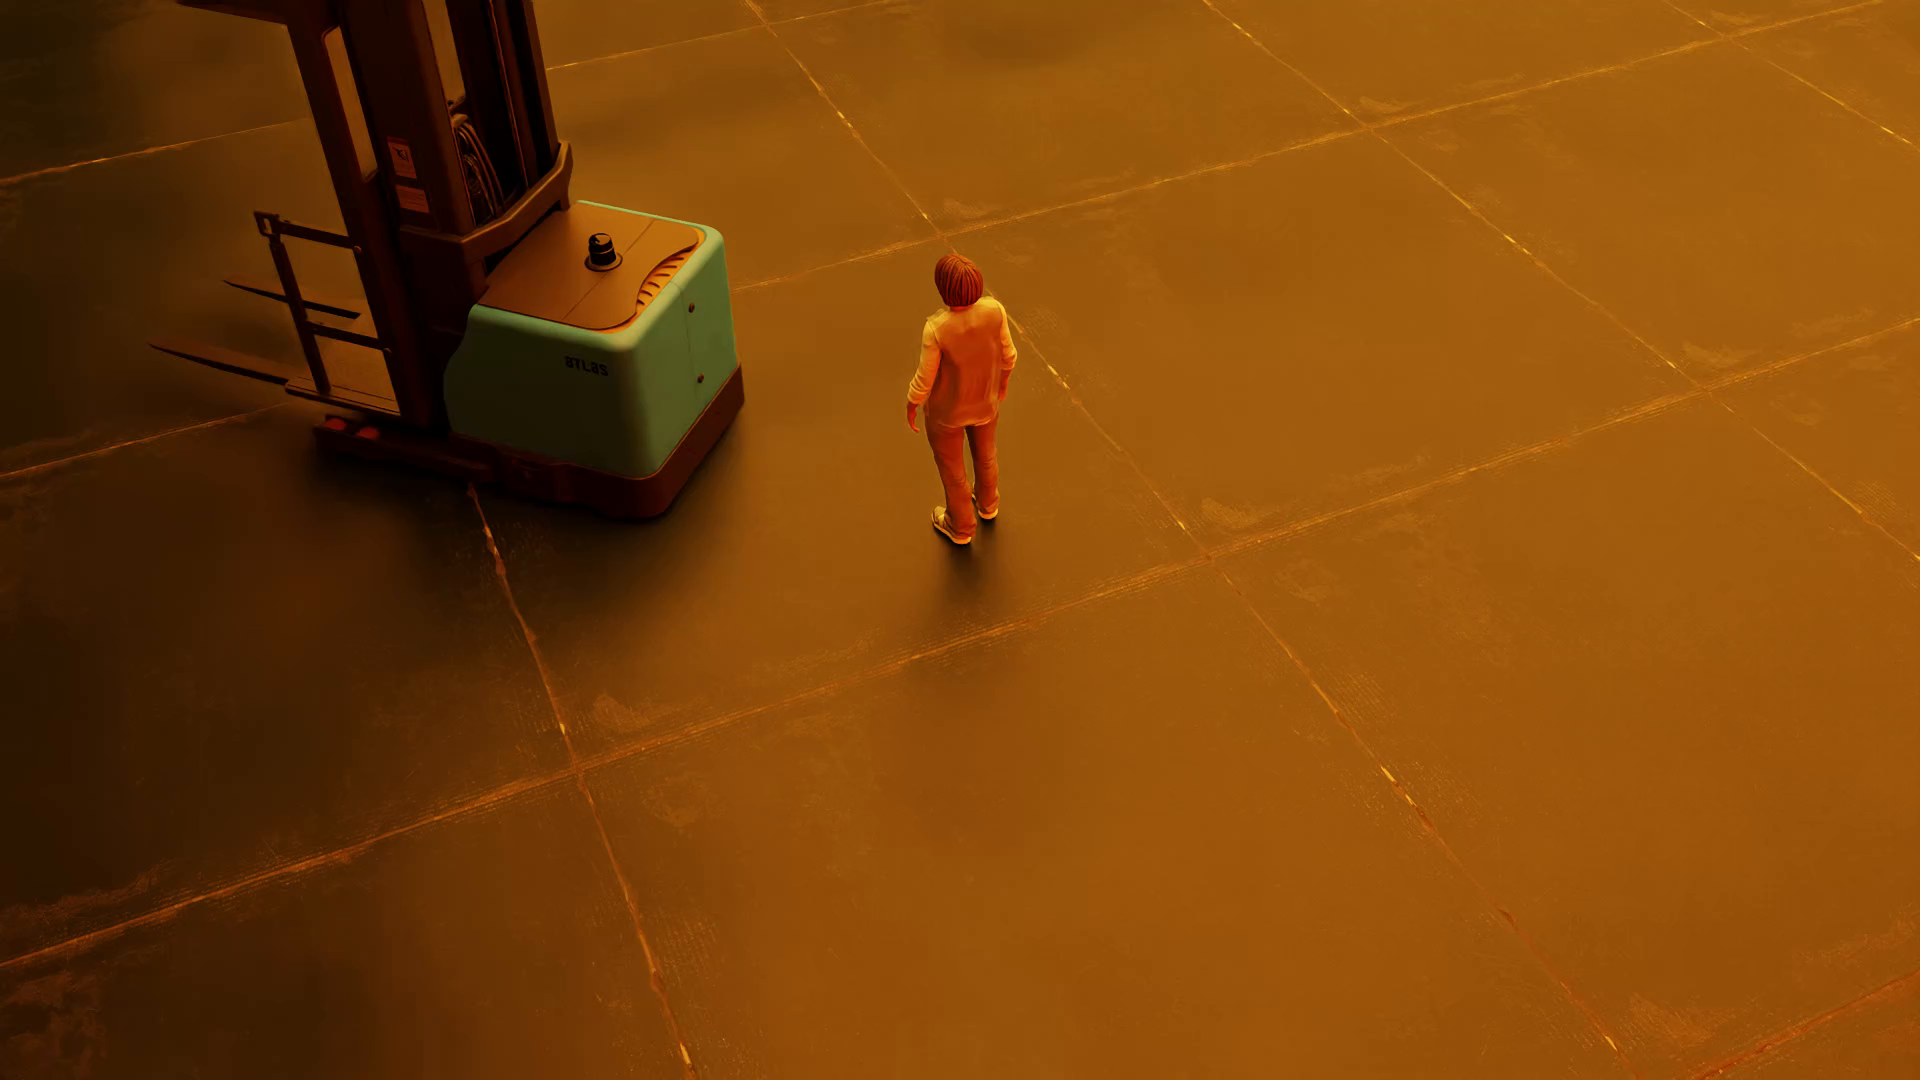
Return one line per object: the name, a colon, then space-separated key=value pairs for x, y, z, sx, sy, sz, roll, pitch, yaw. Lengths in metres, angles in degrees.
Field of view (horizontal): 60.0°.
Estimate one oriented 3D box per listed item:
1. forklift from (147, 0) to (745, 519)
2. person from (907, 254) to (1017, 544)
forklift: x=-2.670 y=-1.791 z=7.599 sx=3.031 sy=2.935 sz=1.130 roll=14 pitch=45 yaw=14
person: x=-0.018 y=-0.633 z=7.337 sx=0.521 sy=1.582 sz=0.475 roll=-18 pitch=46 yaw=-18
